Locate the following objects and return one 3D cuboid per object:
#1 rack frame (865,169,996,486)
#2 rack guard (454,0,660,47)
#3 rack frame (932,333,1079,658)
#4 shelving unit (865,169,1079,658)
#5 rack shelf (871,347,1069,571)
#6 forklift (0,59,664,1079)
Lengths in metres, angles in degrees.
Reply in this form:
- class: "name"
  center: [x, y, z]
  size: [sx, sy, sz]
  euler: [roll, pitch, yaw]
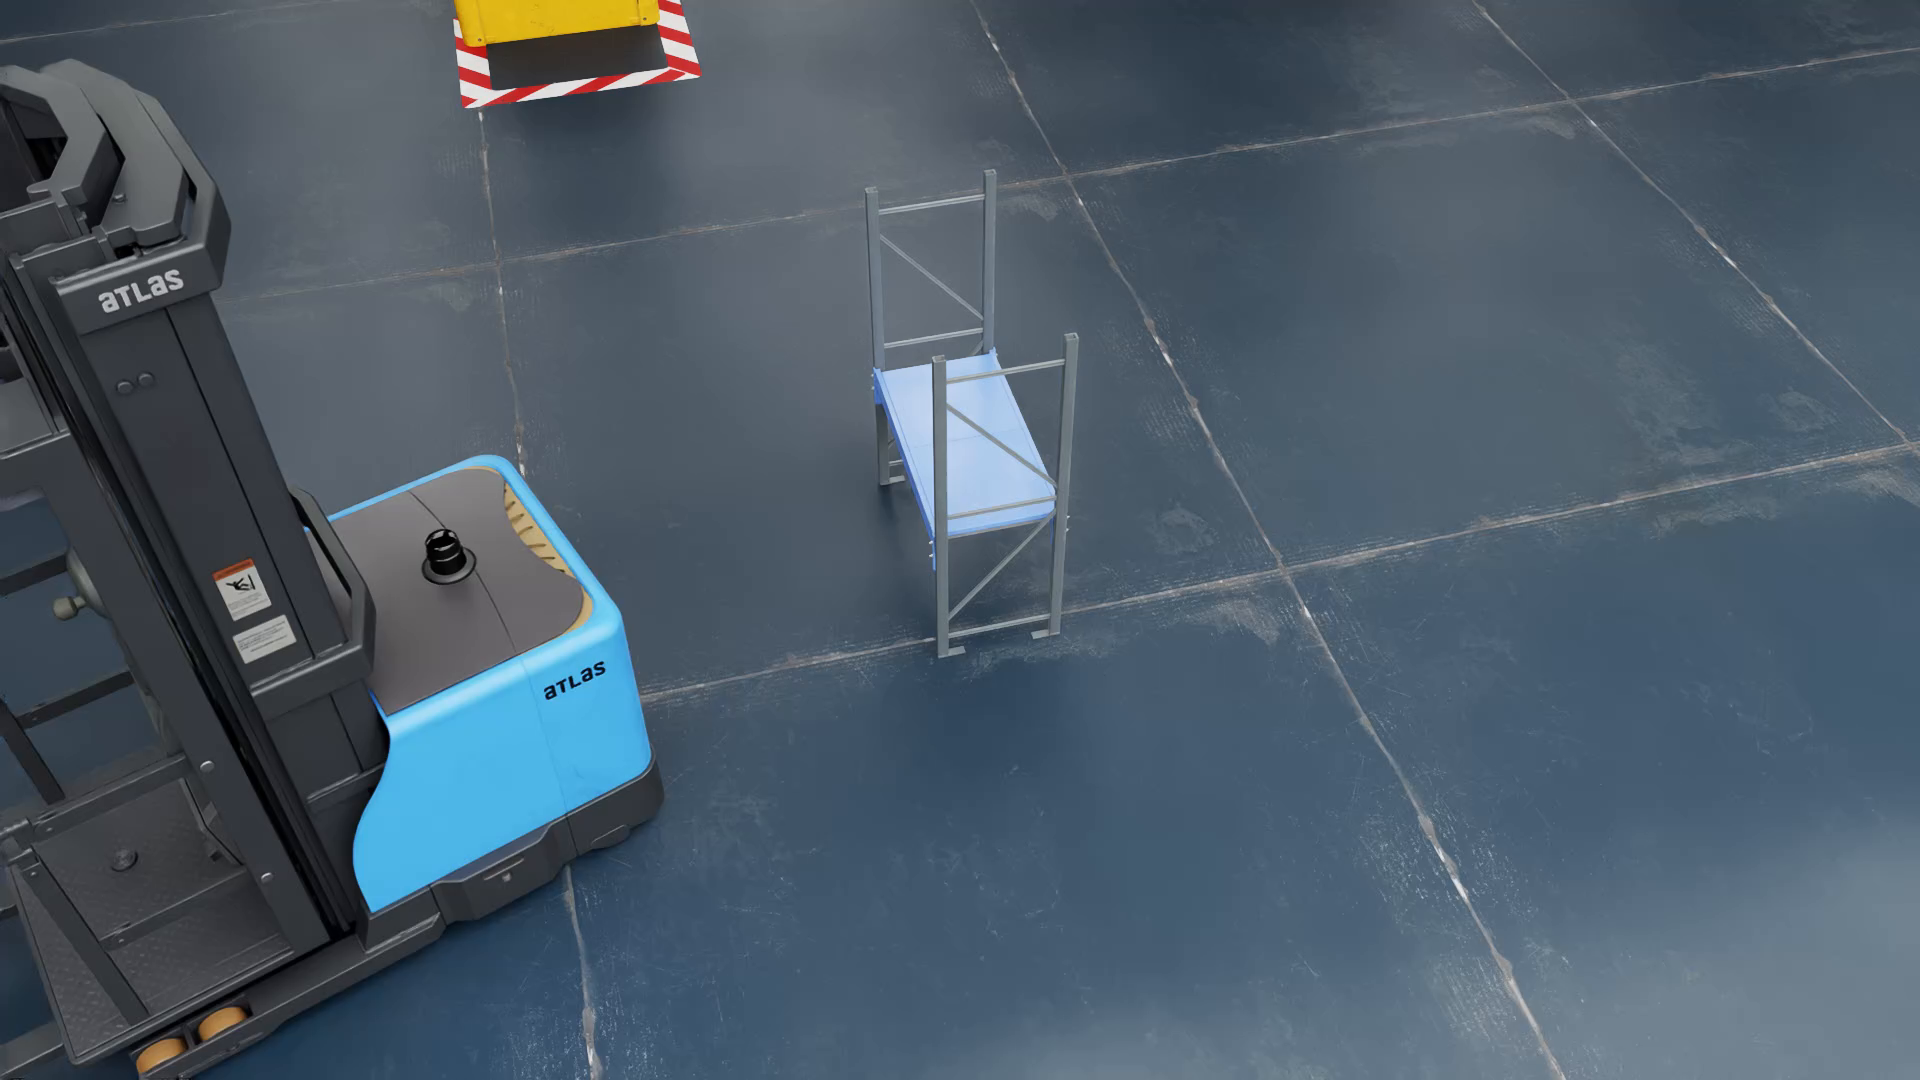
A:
- class: "rack frame"
  center: [-0.108, -0.817, 6.751]
  size: [0.500, 1.500, 0.032]
  euler: [-11, 47, -10]
- class: "rack guard"
  center: [-2.417, -3.317, 9.901]
  size: [1.175, 0.500, 0.348]
  euler: [-11, 47, -10]
- class: "rack frame"
  center: [0.152, -0.115, 6.063]
  size: [0.500, 1.500, 0.032]
  euler: [-11, 47, -10]
- class: "shelving unit"
  center: [0.022, -0.466, 6.407]
  size: [0.538, 1.500, 1.048]
  euler: [-11, 47, -10]
- class: "rack shelf"
  center: [0.022, -0.340, 6.536]
  size: [0.538, 0.185, 1.000]
  euler: [-11, 47, -10]
- class: "forklift"
  center: [-2.567, 0.284, 4.670]
  size: [3.031, 2.935, 1.130]
  euler: [-26, 51, -23]
